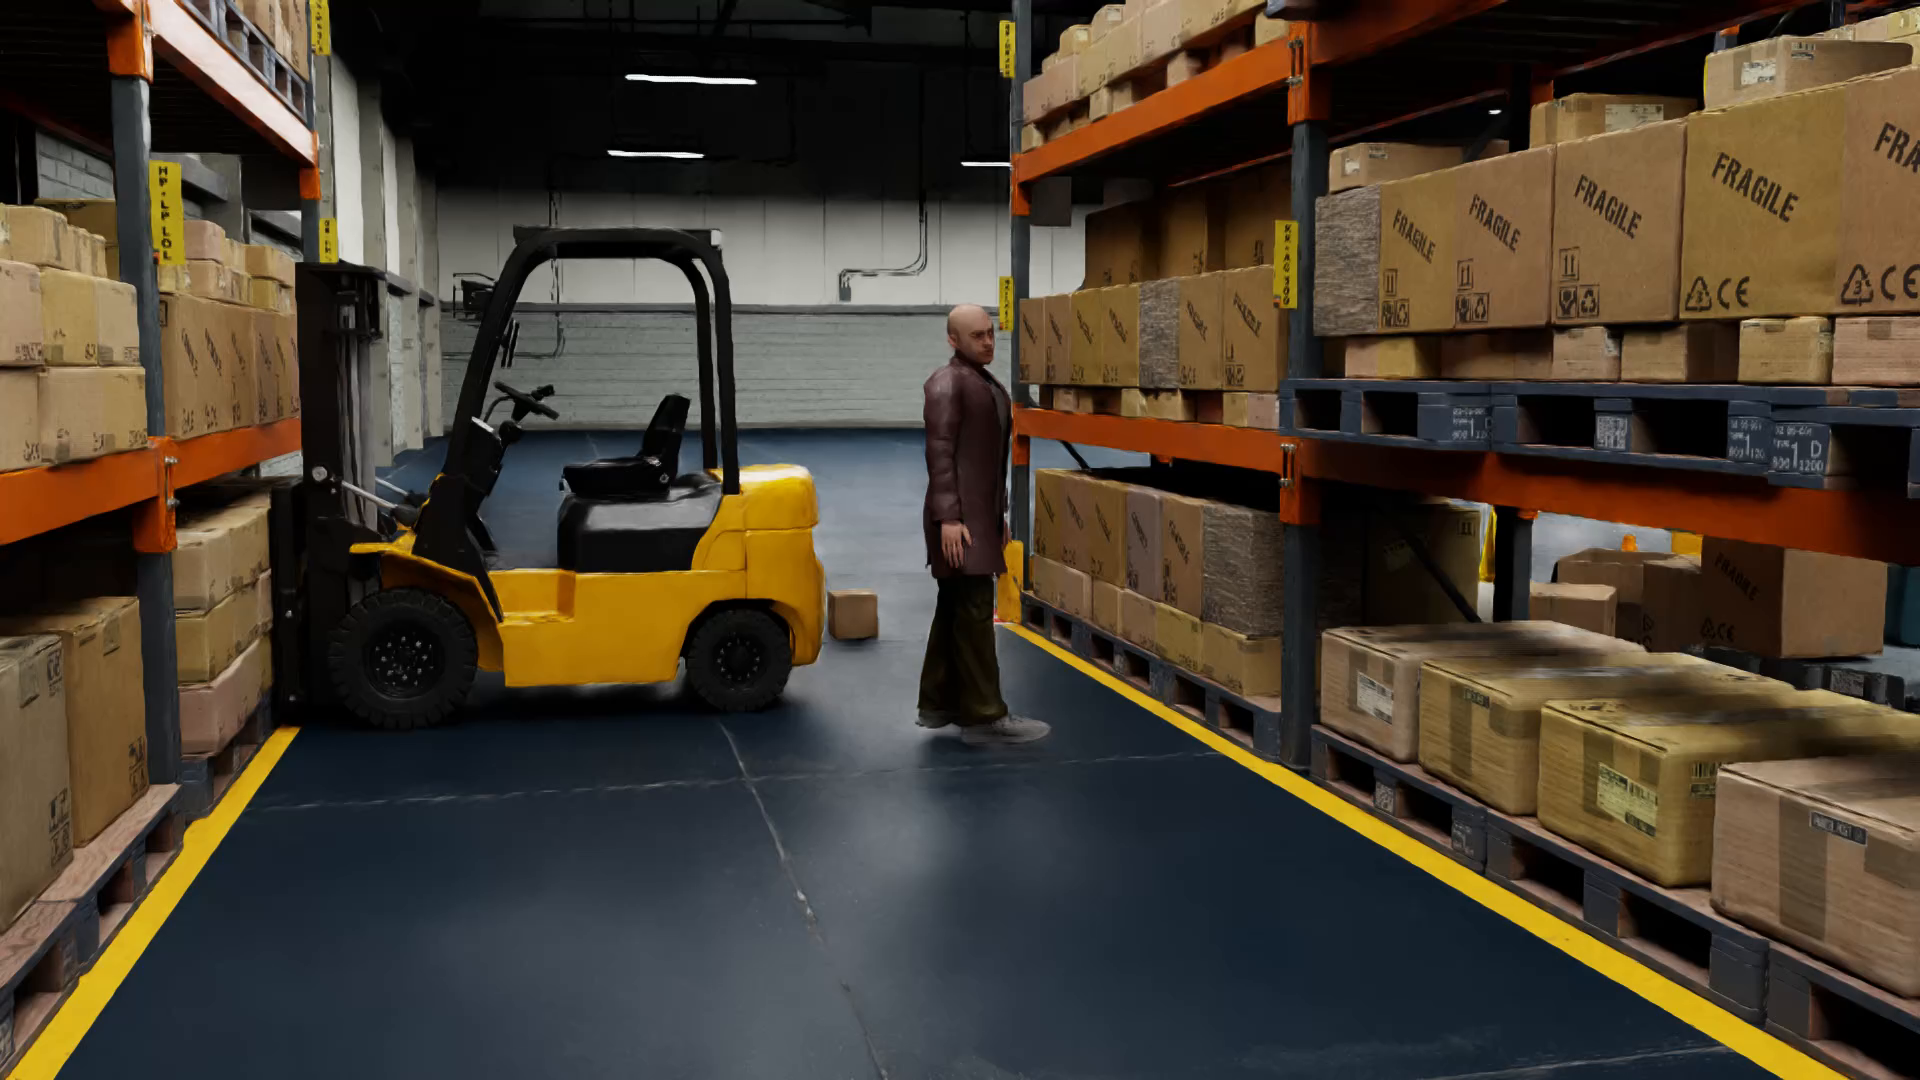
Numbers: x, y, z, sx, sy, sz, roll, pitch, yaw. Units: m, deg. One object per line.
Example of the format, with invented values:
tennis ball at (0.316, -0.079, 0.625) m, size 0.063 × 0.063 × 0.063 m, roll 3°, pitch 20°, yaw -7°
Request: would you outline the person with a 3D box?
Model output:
person at (0.093, -0.071, 6.784) m, size 0.624 × 1.777 × 0.675 m, roll 2°, pitch 6°, yaw 16°
